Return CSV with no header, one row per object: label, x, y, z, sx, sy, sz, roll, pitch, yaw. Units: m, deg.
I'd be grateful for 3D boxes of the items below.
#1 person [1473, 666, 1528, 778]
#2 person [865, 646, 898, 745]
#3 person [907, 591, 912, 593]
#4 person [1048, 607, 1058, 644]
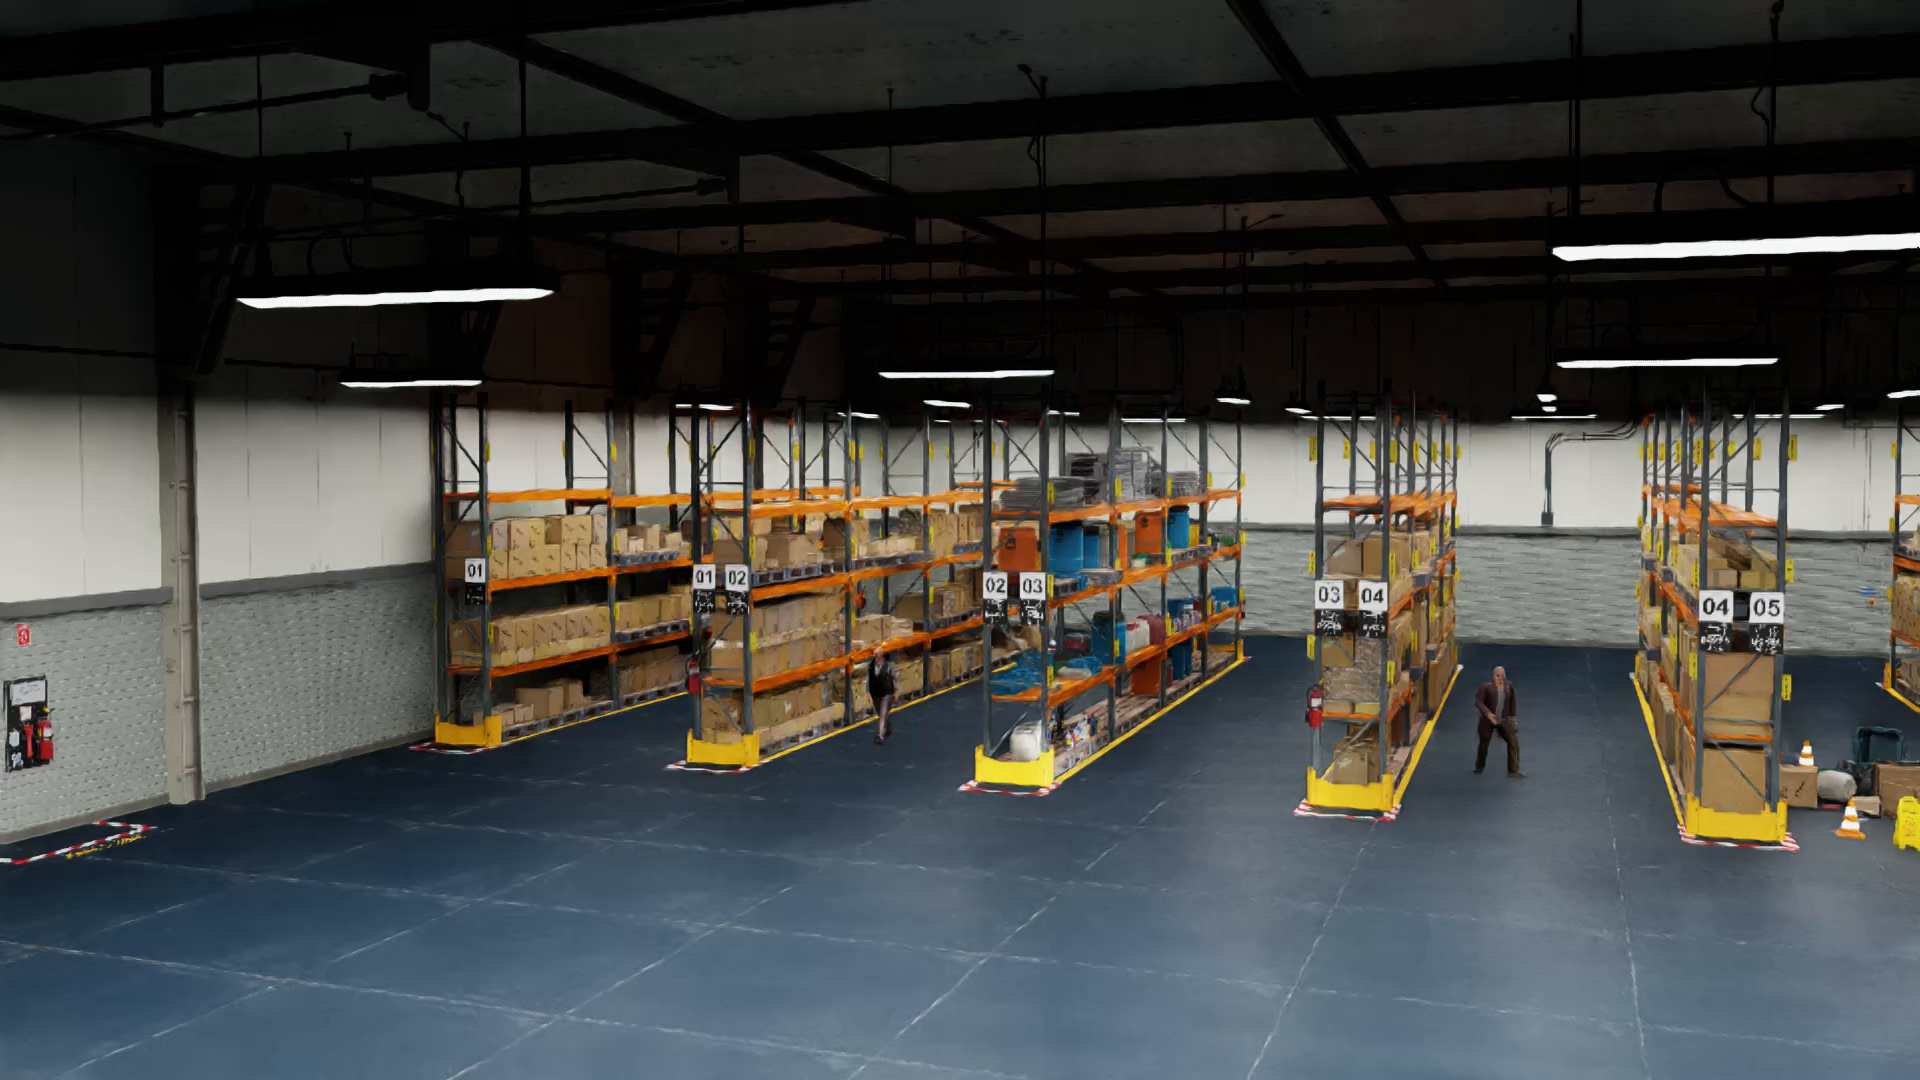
person,8.252,2.772,25.572,0.737,1.714,0.888,0,3,2
person,-1.379,2.645,28.592,0.543,1.648,1.115,1,3,22
person,-1.179,2.054,39.358,0.451,1.679,0.540,-1,3,-10
person,2.320,1.866,43.066,0.627,1.667,0.447,-3,4,-44
